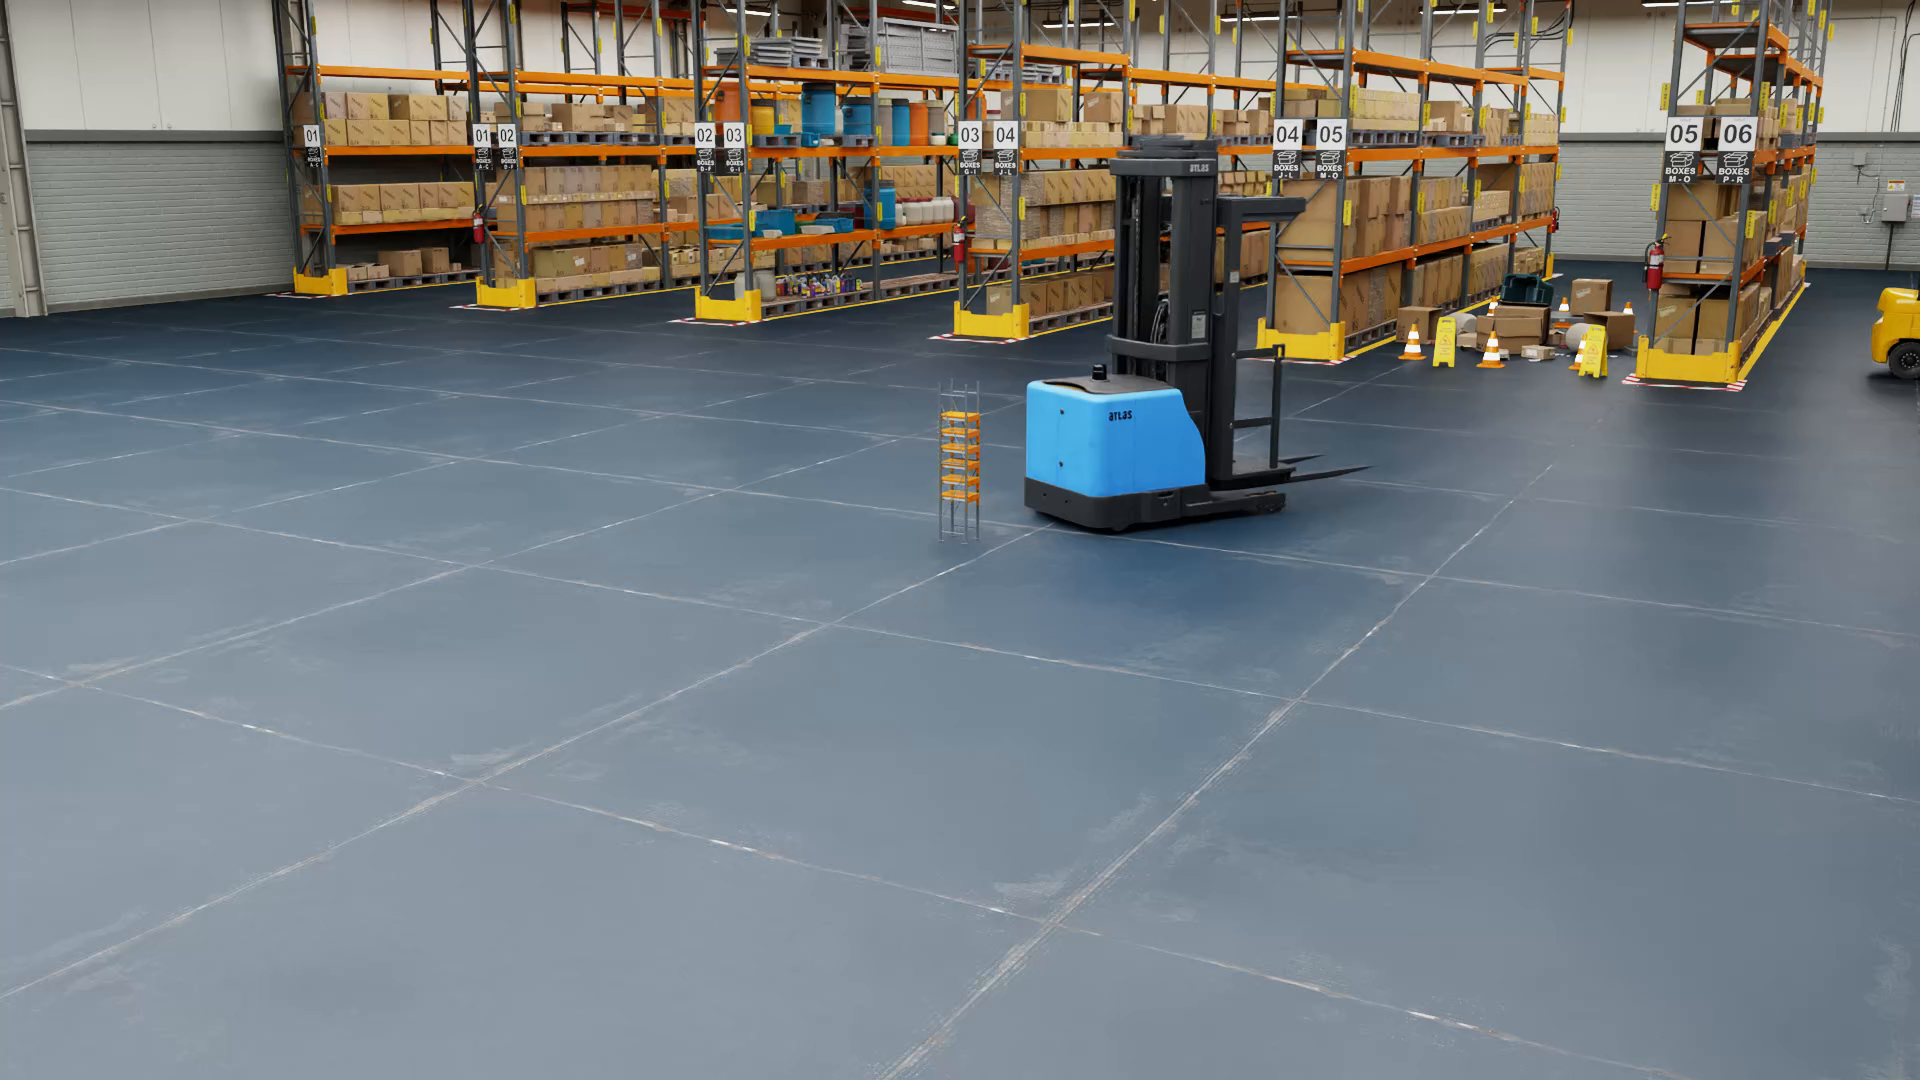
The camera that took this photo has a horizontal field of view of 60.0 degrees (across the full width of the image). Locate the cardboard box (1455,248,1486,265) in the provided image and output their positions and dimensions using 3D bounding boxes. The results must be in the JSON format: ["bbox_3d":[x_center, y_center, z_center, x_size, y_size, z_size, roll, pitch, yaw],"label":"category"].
[{"bbox_3d":[9.396,-5.231,30.668,0.500,0.250,0.500,7,15,27],"label":"cardboard box"}]

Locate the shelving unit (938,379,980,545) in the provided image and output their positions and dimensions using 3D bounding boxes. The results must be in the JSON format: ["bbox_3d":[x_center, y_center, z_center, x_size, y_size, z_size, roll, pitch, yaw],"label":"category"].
[{"bbox_3d":[-0.007,-0.580,12.381,0.258,1.200,0.189,7,15,28],"label":"shelving unit"}]

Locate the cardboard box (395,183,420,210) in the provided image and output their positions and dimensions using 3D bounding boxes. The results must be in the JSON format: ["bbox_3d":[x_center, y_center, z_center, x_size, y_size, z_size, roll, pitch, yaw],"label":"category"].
[{"bbox_3d":[-11.327,-6.962,33.690,0.500,0.500,0.500,8,16,30],"label":"cardboard box"}]

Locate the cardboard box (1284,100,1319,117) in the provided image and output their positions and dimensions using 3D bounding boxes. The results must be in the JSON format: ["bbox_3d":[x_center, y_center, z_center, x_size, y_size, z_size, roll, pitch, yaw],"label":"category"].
[{"bbox_3d":[4.731,-5.933,22.917,0.500,0.250,0.500,8,16,29],"label":"cardboard box"}]

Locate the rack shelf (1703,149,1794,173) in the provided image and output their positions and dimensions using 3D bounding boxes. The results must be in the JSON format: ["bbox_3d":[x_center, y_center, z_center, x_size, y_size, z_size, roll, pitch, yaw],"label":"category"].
[{"bbox_3d":[12.021,-5.817,25.398,1.077,0.370,4.000,7,15,28],"label":"rack shelf"}]

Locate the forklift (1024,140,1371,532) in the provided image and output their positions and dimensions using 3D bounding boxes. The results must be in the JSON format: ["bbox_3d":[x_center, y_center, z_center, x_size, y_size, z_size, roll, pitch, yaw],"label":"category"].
[{"bbox_3d":[2.045,-1.722,13.422,3.031,2.935,1.130,-8,16,-30],"label":"forklift"}]

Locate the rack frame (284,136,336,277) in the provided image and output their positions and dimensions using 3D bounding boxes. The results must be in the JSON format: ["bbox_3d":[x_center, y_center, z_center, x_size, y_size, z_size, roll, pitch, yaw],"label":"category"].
[{"bbox_3d":[-12.563,-6.284,32.200,1.000,3.000,0.127,7,15,28],"label":"rack frame"}]

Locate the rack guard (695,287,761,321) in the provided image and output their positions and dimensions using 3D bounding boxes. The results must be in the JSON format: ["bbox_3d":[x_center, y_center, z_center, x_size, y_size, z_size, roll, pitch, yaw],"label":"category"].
[{"bbox_3d":[-3.895,-3.967,27.924,1.175,0.500,0.348,7,15,28],"label":"rack guard"}]

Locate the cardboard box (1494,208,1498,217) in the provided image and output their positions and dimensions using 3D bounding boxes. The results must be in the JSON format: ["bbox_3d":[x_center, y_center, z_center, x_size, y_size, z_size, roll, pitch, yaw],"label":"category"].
[{"bbox_3d":[10.023,-6.245,31.675,0.380,0.149,0.250,7,15,26],"label":"cardboard box"}]

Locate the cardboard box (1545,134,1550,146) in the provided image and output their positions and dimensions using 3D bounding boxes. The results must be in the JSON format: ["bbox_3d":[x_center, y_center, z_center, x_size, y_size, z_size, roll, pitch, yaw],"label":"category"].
[{"bbox_3d":[11.993,-8.357,34.717,0.500,0.250,0.500,8,16,30],"label":"cardboard box"}]

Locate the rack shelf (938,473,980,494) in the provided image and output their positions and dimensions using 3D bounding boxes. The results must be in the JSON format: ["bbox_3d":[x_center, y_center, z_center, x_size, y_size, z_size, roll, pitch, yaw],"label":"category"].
[{"bbox_3d":[-0.007,-0.420,12.419,0.258,0.103,0.180,7,15,28],"label":"rack shelf"}]

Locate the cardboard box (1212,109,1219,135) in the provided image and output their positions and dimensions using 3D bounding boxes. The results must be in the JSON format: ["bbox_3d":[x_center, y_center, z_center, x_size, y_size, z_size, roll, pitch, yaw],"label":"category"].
[{"bbox_3d":[4.545,-8.088,32.164,0.797,0.503,0.637,8,16,31],"label":"cardboard box"}]

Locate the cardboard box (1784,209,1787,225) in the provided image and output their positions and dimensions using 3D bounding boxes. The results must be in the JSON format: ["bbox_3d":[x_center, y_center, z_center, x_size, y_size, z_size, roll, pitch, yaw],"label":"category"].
[{"bbox_3d":[13.449,-5.365,27.641,0.500,0.250,0.500,7,15,28],"label":"cardboard box"}]

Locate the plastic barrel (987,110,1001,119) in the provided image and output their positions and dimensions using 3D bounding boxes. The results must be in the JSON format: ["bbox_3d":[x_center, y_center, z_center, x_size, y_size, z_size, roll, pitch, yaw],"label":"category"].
[{"bbox_3d":[0.702,-8.912,35.515,0.433,0.535,0.433,0,14,0],"label":"plastic barrel"}]

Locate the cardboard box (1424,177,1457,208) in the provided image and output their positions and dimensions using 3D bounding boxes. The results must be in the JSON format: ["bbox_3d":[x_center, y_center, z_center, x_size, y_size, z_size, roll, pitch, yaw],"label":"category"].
[{"bbox_3d":[8.137,-5.999,28.670,0.700,0.500,0.500,7,15,27],"label":"cardboard box"}]

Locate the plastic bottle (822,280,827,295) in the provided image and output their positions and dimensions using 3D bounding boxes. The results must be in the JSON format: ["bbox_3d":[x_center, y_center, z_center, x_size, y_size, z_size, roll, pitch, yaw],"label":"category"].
[{"bbox_3d":[-2.429,-4.518,29.758,0.097,0.271,0.097,0,14,0],"label":"plastic bottle"}]

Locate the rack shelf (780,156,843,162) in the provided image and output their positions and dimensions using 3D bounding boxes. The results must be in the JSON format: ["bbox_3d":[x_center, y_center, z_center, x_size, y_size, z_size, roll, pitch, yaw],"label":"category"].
[{"bbox_3d":[-3.390,-8.884,38.118,1.077,0.370,4.000,7,15,28],"label":"rack shelf"}]

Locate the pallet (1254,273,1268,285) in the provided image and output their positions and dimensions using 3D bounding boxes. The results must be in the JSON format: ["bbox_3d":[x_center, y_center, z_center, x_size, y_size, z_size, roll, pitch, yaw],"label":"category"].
[{"bbox_3d":[5.940,-5.540,35.063,1.003,0.211,1.213,7,15,28],"label":"pallet"}]

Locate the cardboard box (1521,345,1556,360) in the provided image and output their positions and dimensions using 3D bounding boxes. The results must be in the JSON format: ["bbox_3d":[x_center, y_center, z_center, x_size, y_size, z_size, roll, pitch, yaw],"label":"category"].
[{"bbox_3d":[7.986,-2.589,22.957,0.250,0.149,0.380,-8,16,-30],"label":"cardboard box"}]

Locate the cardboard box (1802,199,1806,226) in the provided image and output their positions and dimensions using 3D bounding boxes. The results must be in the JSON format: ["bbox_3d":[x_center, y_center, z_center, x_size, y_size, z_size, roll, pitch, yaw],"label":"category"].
[{"bbox_3d":[16.120,-6.365,32.321,0.500,0.500,0.500,8,16,30],"label":"cardboard box"}]

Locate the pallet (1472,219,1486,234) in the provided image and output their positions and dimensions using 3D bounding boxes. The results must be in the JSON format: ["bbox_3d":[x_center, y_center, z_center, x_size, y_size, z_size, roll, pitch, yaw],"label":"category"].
[{"bbox_3d":[8.857,-5.724,30.286,1.213,0.211,1.003,7,15,28],"label":"pallet"}]

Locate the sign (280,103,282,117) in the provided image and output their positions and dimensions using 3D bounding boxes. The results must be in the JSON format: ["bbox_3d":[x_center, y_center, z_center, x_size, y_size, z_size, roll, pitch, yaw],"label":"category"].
[{"bbox_3d":[-13.039,-8.240,32.022,0.100,0.325,0.005,7,15,28],"label":"sign"}]

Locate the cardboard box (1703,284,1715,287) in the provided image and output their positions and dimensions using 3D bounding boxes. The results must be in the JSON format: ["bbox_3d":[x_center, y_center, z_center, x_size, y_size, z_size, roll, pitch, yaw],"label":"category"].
[{"bbox_3d":[10.284,-3.329,23.312,0.500,0.500,0.500,8,16,30],"label":"cardboard box"}]

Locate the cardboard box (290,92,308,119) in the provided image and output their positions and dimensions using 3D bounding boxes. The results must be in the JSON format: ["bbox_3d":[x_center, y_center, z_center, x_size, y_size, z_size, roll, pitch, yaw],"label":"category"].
[{"bbox_3d":[-12.583,-8.405,32.207,0.500,0.500,0.500,8,16,31],"label":"cardboard box"}]

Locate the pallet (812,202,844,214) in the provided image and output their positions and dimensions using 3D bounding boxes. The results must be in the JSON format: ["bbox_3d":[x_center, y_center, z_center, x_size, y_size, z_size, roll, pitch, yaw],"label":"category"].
[{"bbox_3d":[-3.421,-7.671,38.363,1.003,0.211,1.213,7,15,28],"label":"pallet"}]

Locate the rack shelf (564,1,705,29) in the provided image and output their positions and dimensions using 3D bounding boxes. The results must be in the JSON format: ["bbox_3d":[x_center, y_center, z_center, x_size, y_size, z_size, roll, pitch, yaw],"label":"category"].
[{"bbox_3d":[-7.728,-12.518,39.702,1.077,0.370,4.000,7,15,28],"label":"rack shelf"}]

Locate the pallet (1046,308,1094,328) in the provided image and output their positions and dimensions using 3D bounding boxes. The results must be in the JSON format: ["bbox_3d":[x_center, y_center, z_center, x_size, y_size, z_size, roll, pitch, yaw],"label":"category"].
[{"bbox_3d":[1.497,-3.673,27.317,1.003,0.211,1.213,7,15,28],"label":"pallet"}]

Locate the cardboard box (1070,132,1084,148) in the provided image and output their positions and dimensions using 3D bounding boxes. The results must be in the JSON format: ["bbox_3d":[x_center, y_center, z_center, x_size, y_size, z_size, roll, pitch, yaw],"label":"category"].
[{"bbox_3d":[1.639,-6.370,26.478,0.500,0.250,0.500,8,16,30],"label":"cardboard box"}]

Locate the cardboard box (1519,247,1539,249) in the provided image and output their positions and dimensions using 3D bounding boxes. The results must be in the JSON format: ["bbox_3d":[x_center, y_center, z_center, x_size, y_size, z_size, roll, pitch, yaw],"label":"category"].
[{"bbox_3d":[12.267,-6.226,35.874,0.380,0.149,0.250,8,16,29],"label":"cardboard box"}]

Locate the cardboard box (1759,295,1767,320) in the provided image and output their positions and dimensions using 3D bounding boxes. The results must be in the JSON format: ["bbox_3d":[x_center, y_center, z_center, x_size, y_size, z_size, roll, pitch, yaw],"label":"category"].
[{"bbox_3d":[11.985,-3.624,25.875,0.950,0.372,0.625,8,16,30],"label":"cardboard box"}]

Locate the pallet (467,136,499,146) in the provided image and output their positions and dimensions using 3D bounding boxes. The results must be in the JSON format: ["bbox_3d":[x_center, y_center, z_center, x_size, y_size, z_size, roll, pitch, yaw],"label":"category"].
[{"bbox_3d":[-10.237,-8.586,35.750,1.213,0.211,1.003,7,15,28],"label":"pallet"}]

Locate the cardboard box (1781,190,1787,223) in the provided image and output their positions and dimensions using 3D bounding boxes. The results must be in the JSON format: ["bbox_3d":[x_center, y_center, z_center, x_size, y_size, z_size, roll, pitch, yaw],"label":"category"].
[{"bbox_3d":[12.771,-5.284,26.309,0.500,0.500,0.500,7,15,27],"label":"cardboard box"}]

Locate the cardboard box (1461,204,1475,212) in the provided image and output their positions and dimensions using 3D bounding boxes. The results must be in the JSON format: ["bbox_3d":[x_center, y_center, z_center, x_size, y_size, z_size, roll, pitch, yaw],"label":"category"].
[{"bbox_3d":[9.015,-5.962,29.870,0.380,0.149,0.250,8,16,31],"label":"cardboard box"}]

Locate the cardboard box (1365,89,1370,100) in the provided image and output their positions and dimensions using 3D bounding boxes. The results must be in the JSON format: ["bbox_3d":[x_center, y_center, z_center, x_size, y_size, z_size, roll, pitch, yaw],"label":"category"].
[{"bbox_3d":[5.424,-6.131,22.888,0.380,0.149,0.250,7,15,27],"label":"cardboard box"}]

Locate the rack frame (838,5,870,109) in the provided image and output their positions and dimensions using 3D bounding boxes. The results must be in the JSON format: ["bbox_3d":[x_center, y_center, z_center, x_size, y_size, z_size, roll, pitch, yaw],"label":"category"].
[{"bbox_3d":[-2.423,-11.102,39.384,1.000,3.000,0.127,7,15,28],"label":"rack frame"}]

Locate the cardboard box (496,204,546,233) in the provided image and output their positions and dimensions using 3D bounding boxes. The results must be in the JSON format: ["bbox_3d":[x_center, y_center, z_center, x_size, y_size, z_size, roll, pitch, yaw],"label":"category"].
[{"bbox_3d":[-7.988,-5.867,30.255,0.700,0.500,0.500,7,15,28],"label":"cardboard box"}]

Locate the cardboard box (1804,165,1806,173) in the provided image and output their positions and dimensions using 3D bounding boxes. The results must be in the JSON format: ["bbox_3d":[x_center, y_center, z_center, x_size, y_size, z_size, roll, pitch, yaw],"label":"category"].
[{"bbox_3d":[16.054,-7.135,32.000,0.380,0.149,0.250,7,15,28],"label":"cardboard box"}]

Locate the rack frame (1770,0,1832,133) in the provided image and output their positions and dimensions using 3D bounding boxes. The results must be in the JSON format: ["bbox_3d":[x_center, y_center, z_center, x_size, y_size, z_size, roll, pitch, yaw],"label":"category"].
[{"bbox_3d":[16.855,-9.677,33.472,1.000,3.000,0.127,7,15,28],"label":"rack frame"}]

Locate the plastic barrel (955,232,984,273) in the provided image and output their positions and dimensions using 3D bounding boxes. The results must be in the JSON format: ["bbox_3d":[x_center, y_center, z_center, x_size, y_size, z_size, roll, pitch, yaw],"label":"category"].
[{"bbox_3d":[0.199,-6.054,34.981,0.600,0.830,0.708,7,15,28],"label":"plastic barrel"}]

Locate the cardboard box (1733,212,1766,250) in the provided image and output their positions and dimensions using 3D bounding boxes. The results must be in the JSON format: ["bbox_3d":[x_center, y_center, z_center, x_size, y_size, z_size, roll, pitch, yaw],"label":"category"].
[{"bbox_3d":[10.814,-4.266,22.980,0.500,0.500,0.500,8,16,30],"label":"cardboard box"}]

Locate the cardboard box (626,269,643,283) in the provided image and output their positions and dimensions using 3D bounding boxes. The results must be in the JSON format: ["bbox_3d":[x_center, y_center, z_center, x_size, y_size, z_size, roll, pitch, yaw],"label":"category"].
[{"bbox_3d":[-6.574,-5.190,32.634,0.500,0.250,0.500,7,15,28],"label":"cardboard box"}]

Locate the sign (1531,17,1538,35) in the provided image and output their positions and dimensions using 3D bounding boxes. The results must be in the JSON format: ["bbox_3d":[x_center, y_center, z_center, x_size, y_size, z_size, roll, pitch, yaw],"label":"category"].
[{"bbox_3d":[11.028,-9.866,31.924,0.100,0.325,0.005,7,15,28],"label":"sign"}]

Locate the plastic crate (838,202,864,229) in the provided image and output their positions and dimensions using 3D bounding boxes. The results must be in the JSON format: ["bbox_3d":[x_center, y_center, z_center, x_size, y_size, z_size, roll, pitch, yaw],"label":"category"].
[{"bbox_3d":[-1.990,-6.147,31.496,0.402,0.464,0.583,7,15,28],"label":"plastic crate"}]

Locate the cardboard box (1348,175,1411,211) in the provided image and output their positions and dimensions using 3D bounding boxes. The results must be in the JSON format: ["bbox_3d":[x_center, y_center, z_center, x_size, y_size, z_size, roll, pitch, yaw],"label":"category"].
[{"bbox_3d":[6.464,-5.365,25.761,0.875,0.550,0.550,7,15,28],"label":"cardboard box"}]

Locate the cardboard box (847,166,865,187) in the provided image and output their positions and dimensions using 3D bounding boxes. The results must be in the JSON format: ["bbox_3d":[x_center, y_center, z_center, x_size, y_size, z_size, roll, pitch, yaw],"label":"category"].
[{"bbox_3d":[-2.406,-8.853,40.510,0.500,0.500,0.500,7,15,28],"label":"cardboard box"}]

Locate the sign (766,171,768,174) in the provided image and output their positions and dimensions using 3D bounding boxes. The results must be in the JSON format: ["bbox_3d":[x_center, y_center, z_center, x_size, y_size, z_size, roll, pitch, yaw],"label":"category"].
[{"bbox_3d":[-5.311,-10.090,45.971,0.100,0.325,0.005,7,15,28],"label":"sign"}]

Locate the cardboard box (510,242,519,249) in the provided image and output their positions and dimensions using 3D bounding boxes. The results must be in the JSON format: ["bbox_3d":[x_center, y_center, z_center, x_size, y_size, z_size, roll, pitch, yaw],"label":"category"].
[{"bbox_3d":[-10.082,-6.368,36.943,0.700,0.500,0.500,7,15,27],"label":"cardboard box"}]

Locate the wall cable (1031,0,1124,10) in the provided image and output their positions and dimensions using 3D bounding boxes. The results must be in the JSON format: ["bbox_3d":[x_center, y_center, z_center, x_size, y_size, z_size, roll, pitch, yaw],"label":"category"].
[{"bbox_3d":[3.296,-16.103,46.271,3.097,2.526,0.112,7,15,28],"label":"wall cable"}]

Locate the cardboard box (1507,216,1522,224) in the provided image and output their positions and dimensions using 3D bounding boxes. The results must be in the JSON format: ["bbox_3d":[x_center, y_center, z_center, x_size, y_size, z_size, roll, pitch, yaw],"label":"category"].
[{"bbox_3d":[10.963,-6.379,33.128,0.380,0.149,0.250,8,16,30],"label":"cardboard box"}]

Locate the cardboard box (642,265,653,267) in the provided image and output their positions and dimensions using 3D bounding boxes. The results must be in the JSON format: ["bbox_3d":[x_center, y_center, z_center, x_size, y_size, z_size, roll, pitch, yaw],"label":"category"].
[{"bbox_3d":[-6.344,-5.530,34.041,0.500,0.250,0.500,7,15,27],"label":"cardboard box"}]

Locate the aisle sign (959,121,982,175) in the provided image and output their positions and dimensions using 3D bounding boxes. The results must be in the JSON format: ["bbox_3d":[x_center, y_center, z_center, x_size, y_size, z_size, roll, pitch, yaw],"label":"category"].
[{"bbox_3d":[0.153,-5.886,25.000,0.394,0.787,0.004,7,15,28],"label":"aisle sign"}]

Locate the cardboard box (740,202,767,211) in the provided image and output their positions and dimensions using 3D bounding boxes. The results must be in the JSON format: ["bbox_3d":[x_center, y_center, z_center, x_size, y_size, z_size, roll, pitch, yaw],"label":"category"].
[{"bbox_3d":[-4.571,-7.252,36.404,0.500,0.311,0.500,9,16,32],"label":"cardboard box"}]

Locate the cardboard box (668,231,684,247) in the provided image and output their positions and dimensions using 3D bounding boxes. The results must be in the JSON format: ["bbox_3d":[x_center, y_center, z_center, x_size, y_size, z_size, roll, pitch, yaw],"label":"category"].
[{"bbox_3d":[-7.389,-7.574,41.243,0.750,0.750,0.750,8,16,30],"label":"cardboard box"}]

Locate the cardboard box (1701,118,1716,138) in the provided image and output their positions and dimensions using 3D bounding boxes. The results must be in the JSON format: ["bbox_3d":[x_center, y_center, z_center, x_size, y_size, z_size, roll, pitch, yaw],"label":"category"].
[{"bbox_3d":[9.132,-5.143,20.752,0.500,0.250,0.500,7,15,27],"label":"cardboard box"}]

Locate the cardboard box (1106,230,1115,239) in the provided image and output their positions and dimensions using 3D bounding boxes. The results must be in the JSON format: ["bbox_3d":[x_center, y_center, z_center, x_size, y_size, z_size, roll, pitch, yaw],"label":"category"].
[{"bbox_3d":[2.403,-5.171,28.120,0.380,0.149,0.250,7,15,28],"label":"cardboard box"}]
